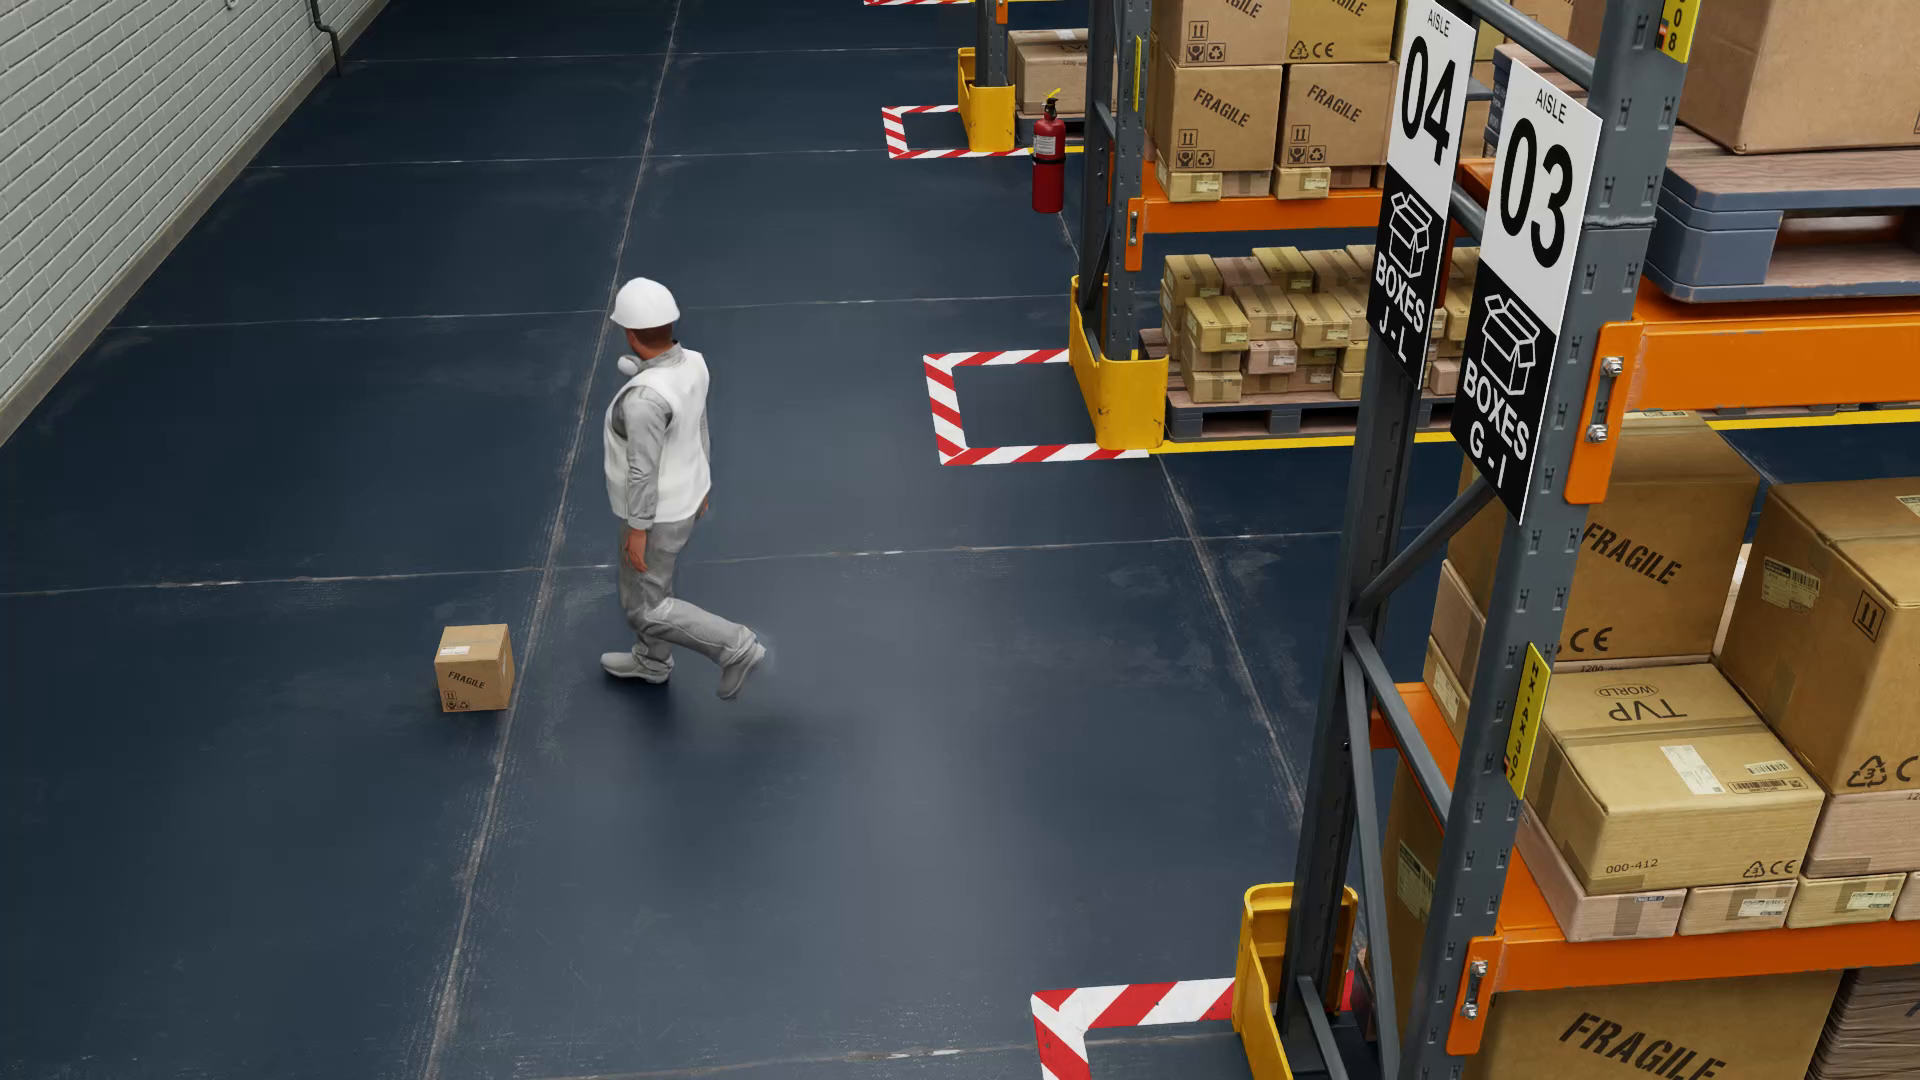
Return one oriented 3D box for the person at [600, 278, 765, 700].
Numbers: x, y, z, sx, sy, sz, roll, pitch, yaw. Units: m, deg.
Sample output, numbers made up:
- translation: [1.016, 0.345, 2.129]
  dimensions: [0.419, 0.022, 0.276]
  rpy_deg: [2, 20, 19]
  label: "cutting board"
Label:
- translation: [-1.127, -0.149, 6.344]
  dimensions: [0.761, 1.759, 0.568]
  rpy_deg: [5, 31, 9]
  label: "person"
